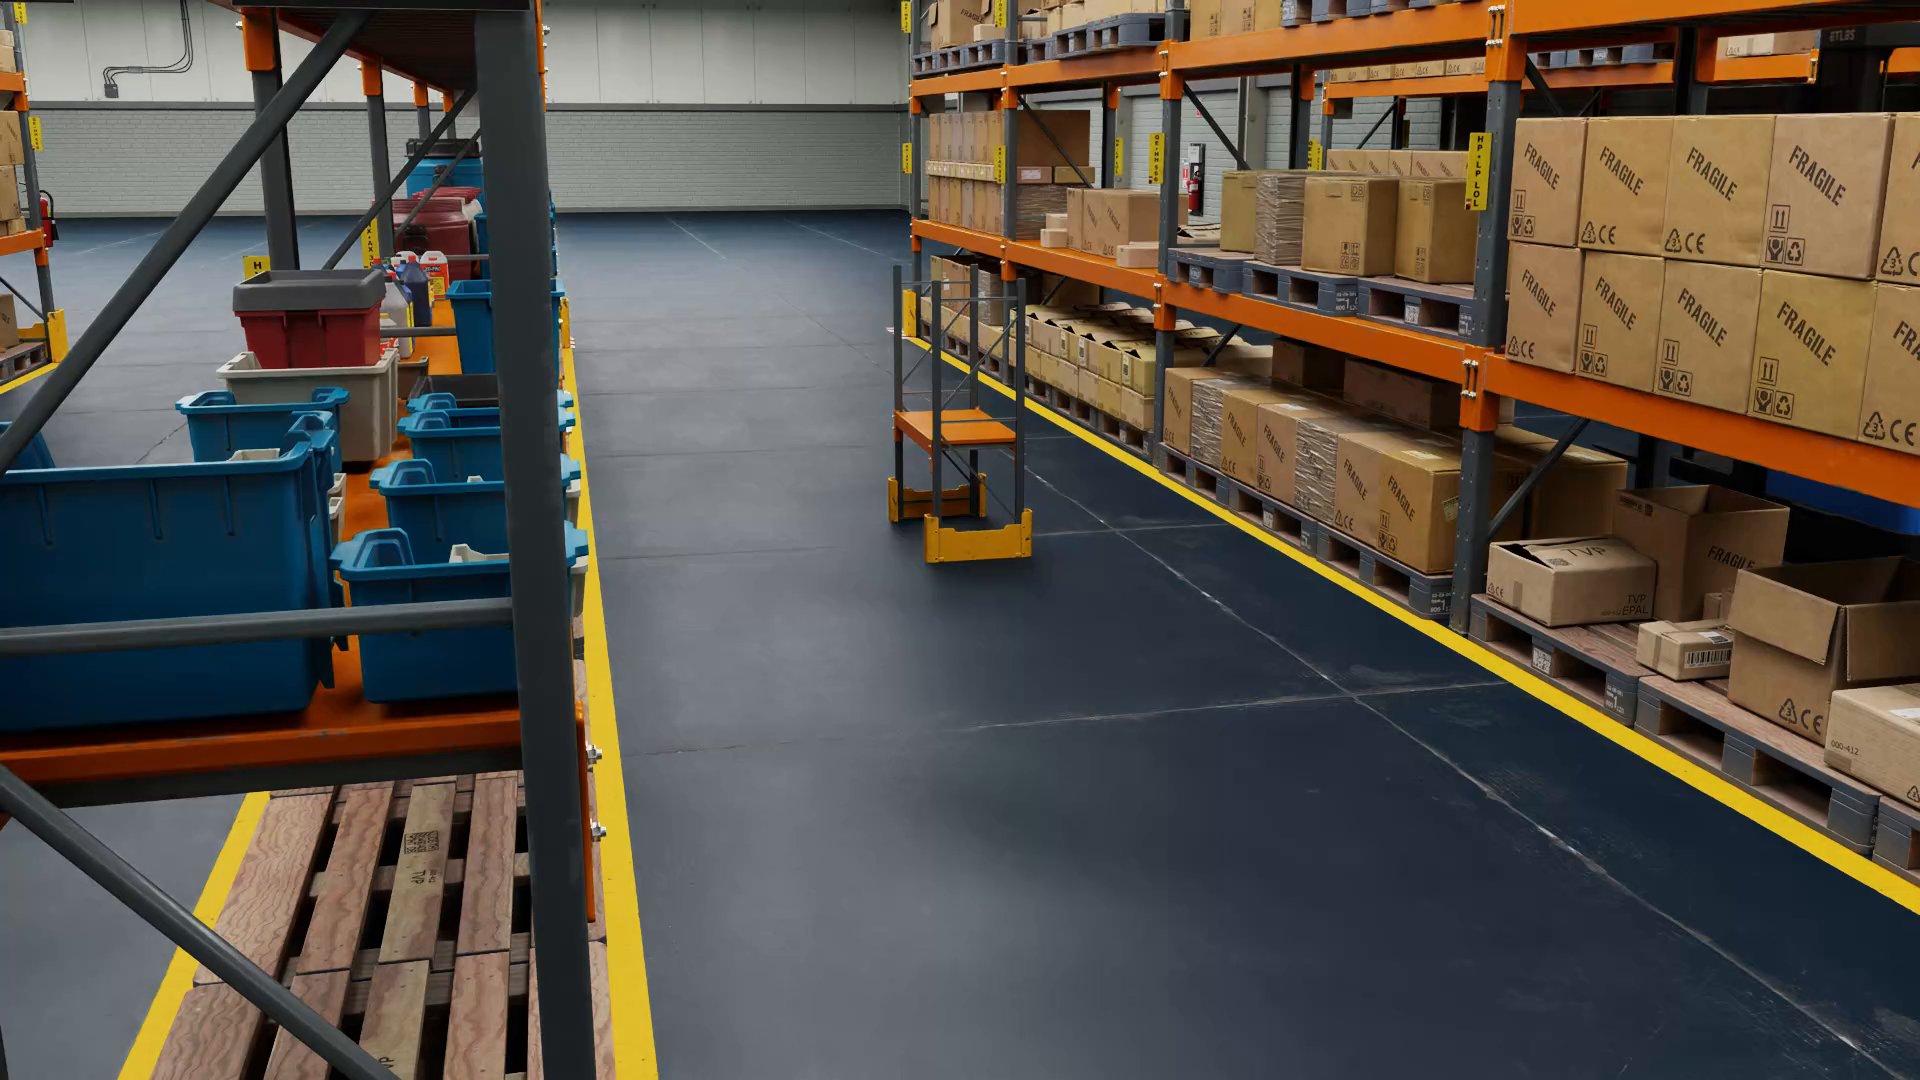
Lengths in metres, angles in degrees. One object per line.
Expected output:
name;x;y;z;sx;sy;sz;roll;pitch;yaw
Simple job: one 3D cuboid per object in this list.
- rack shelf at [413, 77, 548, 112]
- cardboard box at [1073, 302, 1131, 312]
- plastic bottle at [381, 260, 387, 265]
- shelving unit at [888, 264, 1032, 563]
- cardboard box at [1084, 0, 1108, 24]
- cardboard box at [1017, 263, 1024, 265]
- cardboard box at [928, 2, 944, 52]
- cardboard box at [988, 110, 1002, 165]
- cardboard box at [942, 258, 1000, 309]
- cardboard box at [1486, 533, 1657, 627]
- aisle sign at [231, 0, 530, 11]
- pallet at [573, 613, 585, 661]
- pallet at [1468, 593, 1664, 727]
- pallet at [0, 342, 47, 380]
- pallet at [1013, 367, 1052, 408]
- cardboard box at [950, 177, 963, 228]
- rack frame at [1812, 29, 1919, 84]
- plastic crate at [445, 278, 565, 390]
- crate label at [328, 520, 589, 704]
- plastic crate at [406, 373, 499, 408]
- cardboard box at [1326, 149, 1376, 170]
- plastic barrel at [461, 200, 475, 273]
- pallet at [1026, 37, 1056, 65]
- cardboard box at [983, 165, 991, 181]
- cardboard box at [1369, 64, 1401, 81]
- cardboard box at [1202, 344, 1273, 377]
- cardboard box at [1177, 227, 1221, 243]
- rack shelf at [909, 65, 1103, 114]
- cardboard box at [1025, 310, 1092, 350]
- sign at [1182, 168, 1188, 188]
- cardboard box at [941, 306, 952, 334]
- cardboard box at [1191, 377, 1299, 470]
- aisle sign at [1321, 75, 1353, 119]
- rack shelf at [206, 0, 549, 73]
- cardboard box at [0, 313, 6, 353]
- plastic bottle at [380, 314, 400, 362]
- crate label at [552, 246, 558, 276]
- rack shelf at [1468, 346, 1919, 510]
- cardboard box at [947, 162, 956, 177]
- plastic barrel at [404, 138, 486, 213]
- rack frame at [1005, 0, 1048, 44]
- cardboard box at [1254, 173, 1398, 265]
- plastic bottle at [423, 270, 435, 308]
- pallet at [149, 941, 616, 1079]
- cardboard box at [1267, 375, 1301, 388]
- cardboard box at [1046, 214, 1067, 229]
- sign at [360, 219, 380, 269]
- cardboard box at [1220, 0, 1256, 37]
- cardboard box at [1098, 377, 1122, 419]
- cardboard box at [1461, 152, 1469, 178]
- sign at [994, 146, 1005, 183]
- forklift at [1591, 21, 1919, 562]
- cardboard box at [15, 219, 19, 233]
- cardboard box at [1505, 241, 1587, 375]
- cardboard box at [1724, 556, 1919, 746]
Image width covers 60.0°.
rack shelf;-4.394;-4.195;15.474;1.077;0.370;4.000;-3;14;-13
cardboard box;1.265;-1.965;14.875;0.500;0.311;0.500;-3;14;-13
plastic bottle;-3.047;-1.335;8.819;0.061;0.283;0.133;-3;14;-13
shelving unit;-0.018;-0.746;9.321;0.587;1.500;1.083;-3;14;-13
cardboard box;1.281;-4.045;12.775;0.500;0.250;0.500;-5;14;-18
cardboard box;0.733;-2.604;17.095;0.500;0.500;0.500;-3;14;-13
cardboard box;0.083;-5.471;17.781;0.797;0.503;0.637;-2;14;-9
cardboard box;0.661;-3.799;15.711;0.700;0.500;0.500;-3;14;-13
cardboard box;0.111;-2.691;17.449;0.500;0.500;0.500;-3;14;-13
cardboard box;2.659;0.146;7.250;0.500;0.311;0.500;-3;14;-13
aisle sign;-0.800;-1.121;2.216;0.394;0.787;0.004;-3;14;-13
pallet;-2.186;0.394;7.371;1.003;0.211;1.213;-3;14;-13
pallet;2.931;0.457;7.111;1.003;0.211;1.213;-3;14;-13
pallet;-9.504;-1.711;15.987;1.003;0.211;1.213;-3;14;-13
pallet;1.103;-1.379;14.627;1.003;0.211;1.213;-3;14;-13
cardboard box;0.288;-3.529;17.339;0.700;0.500;0.500;-3;14;-13
rack frame;6.645;-2.256;12.339;1.000;3.000;0.127;-3;14;-13
plastic crate;-1.604;-0.713;5.934;0.392;0.384;0.575;-3;14;-13
crate label;-0.844;0.119;2.846;0.416;0.233;0.303;-3;14;-13
plastic crate;-1.521;-0.433;5.332;0.437;0.125;0.590;-3;14;-13
cardboard box;4.587;-4.275;19.300;0.500;0.500;0.500;-3;14;-13
plastic barrel;-3.434;-1.983;10.988;0.421;0.512;0.421;0;14;0
pallet;1.111;-4.063;13.819;0.805;0.209;1.217;-4;14;-15
cardboard box;0.437;-3.494;15.830;0.380;0.149;0.250;-3;14;-13
cardboard box;4.819;-5.280;18.145;0.500;0.500;0.500;-3;14;-11
cardboard box;1.994;-1.256;11.977;0.500;0.311;0.500;-3;14;-11
cardboard box;1.788;-2.022;11.569;0.500;0.311;0.500;-2;14;-10
rack shelf;0.422;-4.470;16.600;1.077;0.370;4.000;-3;14;-13
cardboard box;0.859;-1.817;14.271;0.500;0.311;0.500;-3;14;-14
sign;3.790;-6.095;27.979;0.001;0.329;0.234;-3;14;-13
cardboard box;0.100;-2.326;17.535;0.500;0.250;0.500;-3;14;-13
cardboard box;1.789;-0.737;10.462;0.500;0.500;0.500;-4;14;-15
aisle sign;4.458;-5.364;19.584;0.394;0.787;0.004;-3;14;-13
rack shelf;-1.575;-1.427;4.143;1.077;0.370;4.000;-3;14;-13
cardboard box;-9.374;-1.982;15.600;0.500;0.500;0.500;0;14;2
plastic bottle;-2.421;-0.853;7.015;0.097;0.201;0.097;0;14;0
crate label;-2.719;-1.740;10.582;0.303;0.233;0.416;-3;14;-13
rack shelf;3.240;-0.245;5.625;1.077;0.370;4.000;-3;14;-13
cardboard box;0.079;-3.847;17.276;0.380;0.149;0.250;-4;14;-15
plastic barrel;-4.128;-2.764;13.362;0.600;0.901;0.708;-3;14;-13
rack frame;0.892;-5.816;14.270;1.000;3.000;0.127;-3;14;-13
cardboard box;2.118;-1.871;9.668;0.700;0.500;0.500;-1;14;-3
plastic bottle;-2.972;-1.394;9.229;0.097;0.201;0.097;0;14;0
pallet;-1.262;1.304;3.643;1.003;0.211;1.213;-3;14;-13
cardboard box;2.279;-0.775;10.620;0.500;0.500;0.500;-3;14;-11
cardboard box;1.050;-2.717;14.545;0.500;0.250;0.500;-2;14;-10
sign;-3.518;-1.750;9.927;0.100;0.325;0.005;-3;14;-13
cardboard box;2.086;-3.268;9.952;0.910;0.500;0.500;-3;14;-13
cardboard box;1.346;-1.073;12.409;0.500;0.250;0.500;-3;14;-14
cardboard box;5.294;-3.571;16.418;0.500;0.500;0.500;-3;14;-13
sign;0.353;-3.329;14.742;0.100;0.325;0.005;-3;14;-13
forklift;4.862;-1.518;9.466;1.130;2.935;3.031;-3;14;-12
cardboard box;-9.352;-3.039;16.074;0.380;0.149;0.250;-3;14;-13
cardboard box;2.625;-0.972;6.873;0.500;0.500;0.500;-3;14;-12
cardboard box;3.217;0.376;5.900;0.797;0.503;0.637;-3;14;-13
